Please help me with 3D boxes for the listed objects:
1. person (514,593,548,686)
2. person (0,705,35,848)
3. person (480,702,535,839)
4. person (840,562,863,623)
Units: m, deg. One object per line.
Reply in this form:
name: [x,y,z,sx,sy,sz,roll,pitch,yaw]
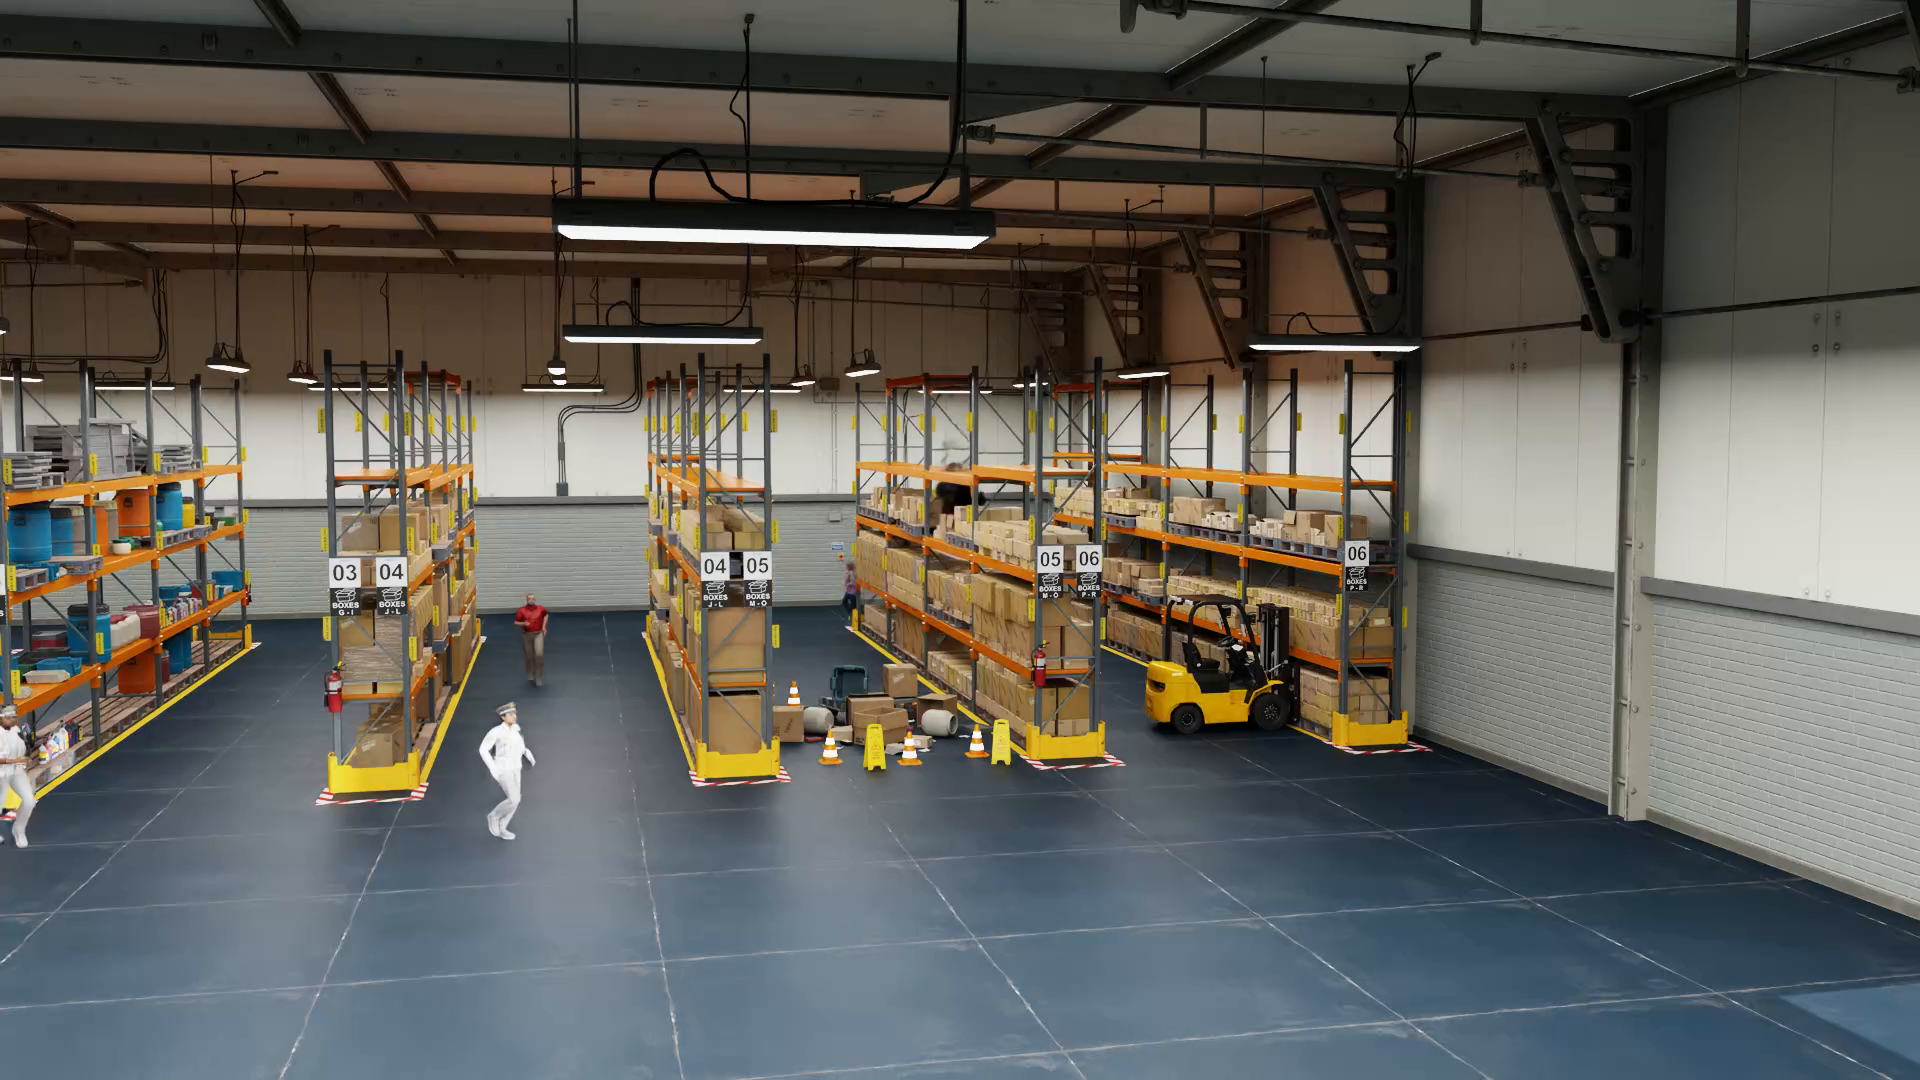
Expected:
person: [-8.255,1.922,32.062,0.643,1.801,0.819,-1,4,-16]
person: [-11.232,2.800,19.645,0.801,1.725,0.535,2,4,26]
person: [-5.420,2.780,20.066,0.534,1.658,0.628,2,4,25]
person: [-2.687,1.322,41.714,0.629,1.585,0.602,-1,4,-14]
